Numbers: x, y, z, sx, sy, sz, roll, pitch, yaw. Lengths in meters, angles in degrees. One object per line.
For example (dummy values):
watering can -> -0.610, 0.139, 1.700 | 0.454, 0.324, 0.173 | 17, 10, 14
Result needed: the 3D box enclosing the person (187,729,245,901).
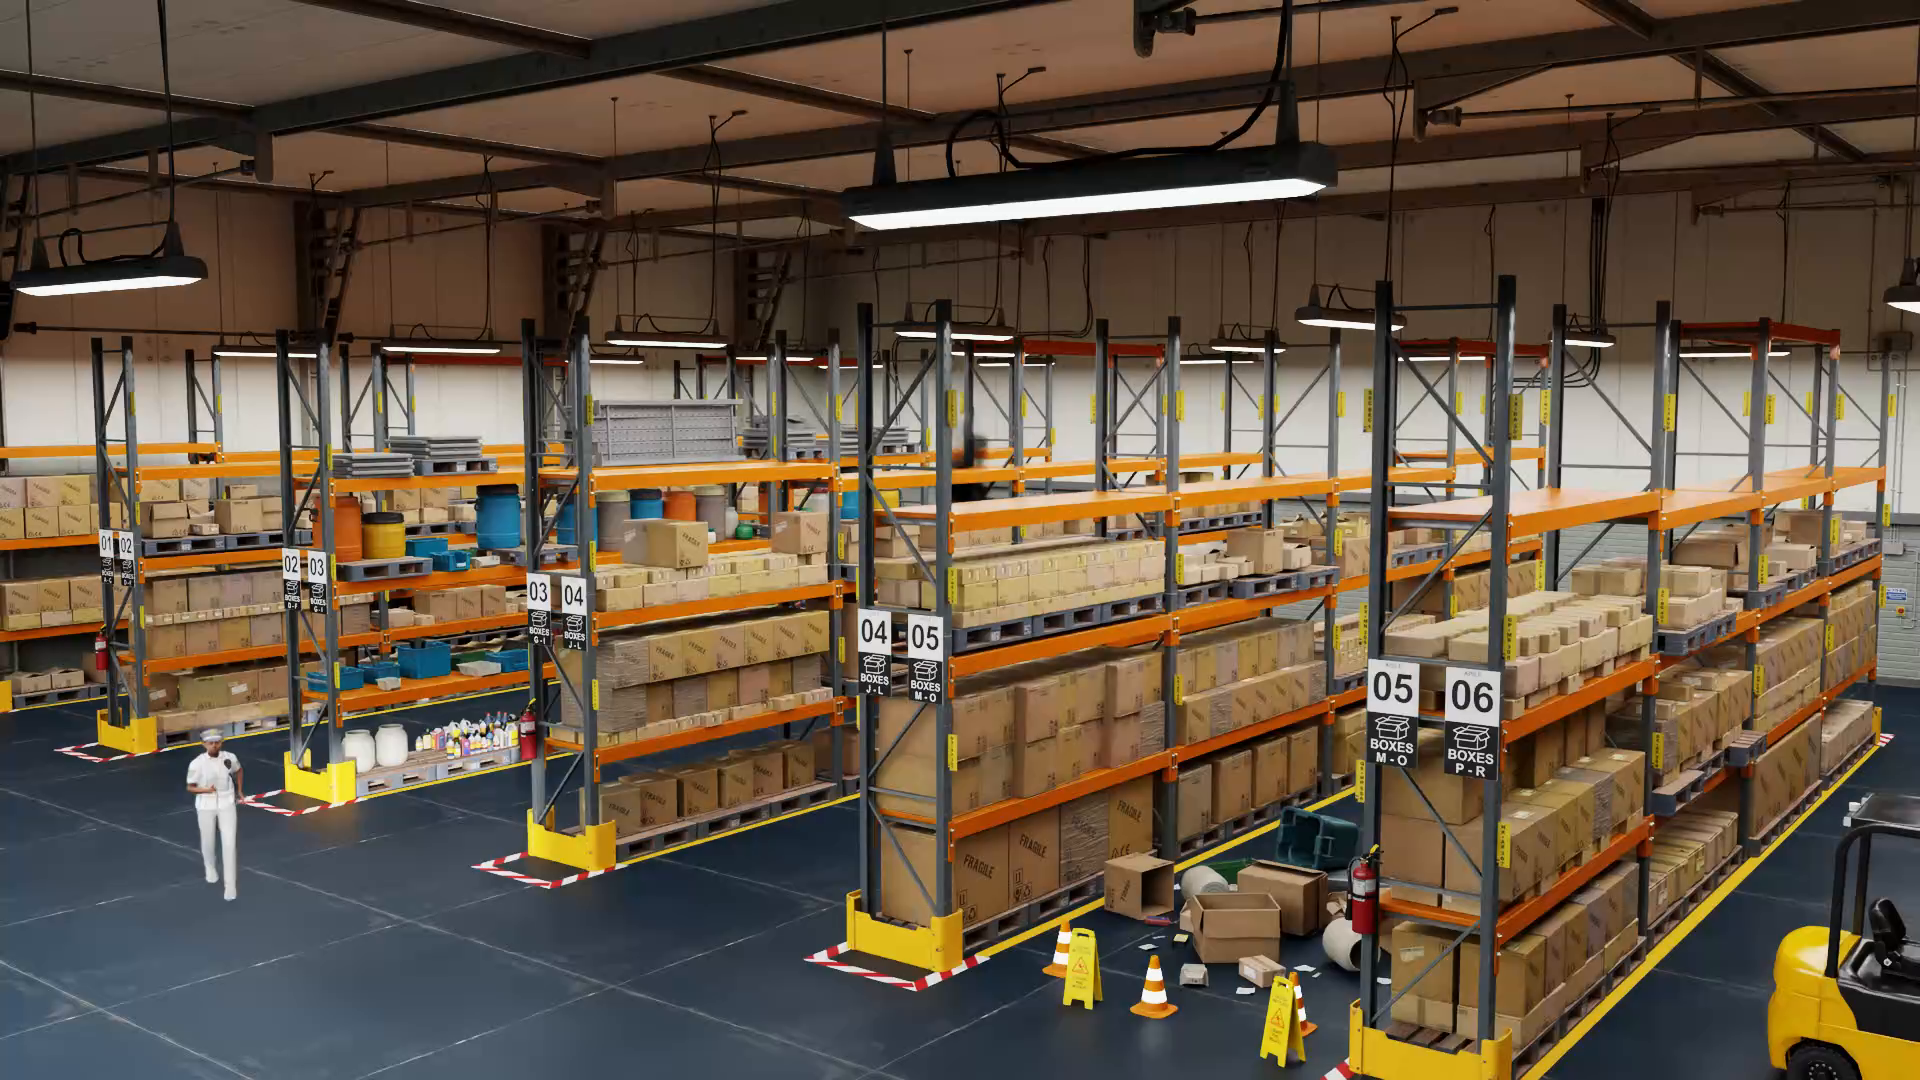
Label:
person -> -7.729, 2.802, 17.294 | 0.558, 1.720, 0.879 | -3, 6, -28
